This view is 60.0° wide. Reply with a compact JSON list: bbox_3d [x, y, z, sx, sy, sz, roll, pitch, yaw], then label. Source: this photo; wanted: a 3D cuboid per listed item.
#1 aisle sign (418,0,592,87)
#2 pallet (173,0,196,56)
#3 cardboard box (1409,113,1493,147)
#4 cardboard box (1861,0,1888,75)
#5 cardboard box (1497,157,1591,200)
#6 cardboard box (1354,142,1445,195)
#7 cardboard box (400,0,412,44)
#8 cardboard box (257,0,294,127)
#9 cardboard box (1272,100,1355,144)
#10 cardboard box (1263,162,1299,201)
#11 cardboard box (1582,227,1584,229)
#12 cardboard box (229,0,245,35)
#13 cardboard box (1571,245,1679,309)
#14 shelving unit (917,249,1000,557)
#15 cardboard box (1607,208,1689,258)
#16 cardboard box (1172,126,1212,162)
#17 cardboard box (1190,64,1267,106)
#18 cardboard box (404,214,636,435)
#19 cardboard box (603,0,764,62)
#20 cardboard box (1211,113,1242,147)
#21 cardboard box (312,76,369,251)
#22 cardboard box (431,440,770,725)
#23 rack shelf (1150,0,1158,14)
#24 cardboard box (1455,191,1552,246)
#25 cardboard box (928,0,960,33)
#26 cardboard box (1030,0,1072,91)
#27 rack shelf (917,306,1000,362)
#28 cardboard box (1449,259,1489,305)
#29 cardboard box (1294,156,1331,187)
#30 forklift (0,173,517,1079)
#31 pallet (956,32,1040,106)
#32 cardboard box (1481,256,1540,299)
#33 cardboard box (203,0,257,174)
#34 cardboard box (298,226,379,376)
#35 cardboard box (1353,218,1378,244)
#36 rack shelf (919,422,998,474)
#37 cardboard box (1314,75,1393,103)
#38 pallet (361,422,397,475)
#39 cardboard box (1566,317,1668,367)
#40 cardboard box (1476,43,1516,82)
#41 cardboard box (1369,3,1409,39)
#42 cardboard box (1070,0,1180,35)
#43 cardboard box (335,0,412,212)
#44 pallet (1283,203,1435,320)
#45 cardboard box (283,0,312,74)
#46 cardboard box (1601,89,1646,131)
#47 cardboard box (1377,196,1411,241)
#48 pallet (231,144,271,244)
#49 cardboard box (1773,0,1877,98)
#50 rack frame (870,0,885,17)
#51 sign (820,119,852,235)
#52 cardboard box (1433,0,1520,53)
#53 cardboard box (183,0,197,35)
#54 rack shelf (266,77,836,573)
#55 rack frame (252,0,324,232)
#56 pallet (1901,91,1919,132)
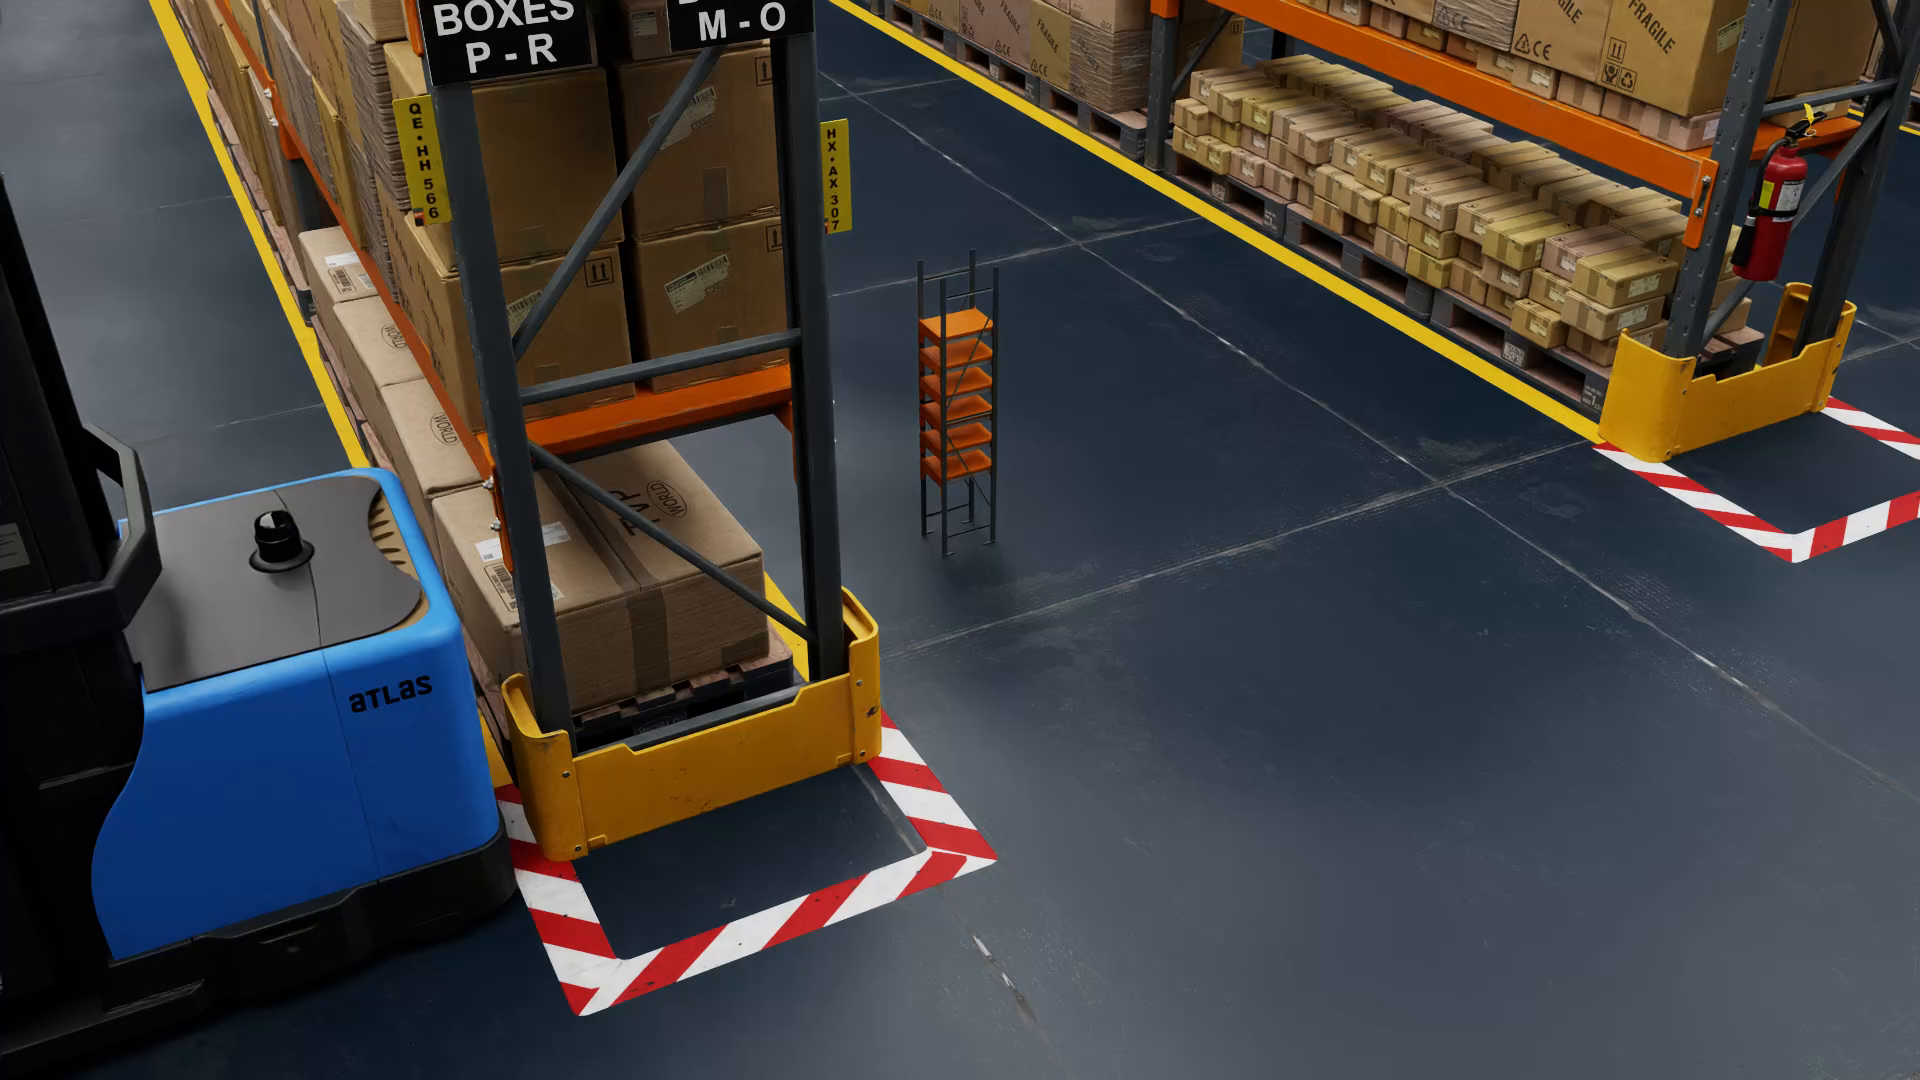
[{"bbox_3d":[-1.090,-1.468,3.851,0.394,0.787,0.004,-16,36,-23],"label":"aisle sign"},{"bbox_3d":[-5.507,-4.084,12.930,1.003,0.211,1.213,-16,36,-23],"label":"pallet"},{"bbox_3d":[2.687,-2.207,9.116,0.380,0.149,0.250,-17,36,-25],"label":"cardboard box"},{"bbox_3d":[6.289,-3.835,11.535,0.875,0.875,0.875,-16,36,-23],"label":"cardboard box"},{"bbox_3d":[2.990,-1.828,8.524,0.380,0.149,0.250,-14,35,-21],"label":"cardboard box"},{"bbox_3d":[2.301,-1.946,8.709,0.380,0.149,0.250,-16,36,-23],"label":"cardboard box"},{"bbox_3d":[-1.334,-1.458,4.625,0.380,0.149,0.250,-15,36,-22],"label":"cardboard box"},{"bbox_3d":[-2.727,-2.147,7.228,0.500,0.500,0.500,-15,35,-22],"label":"cardboard box"},{"bbox_3d":[1.974,-2.325,9.301,0.380,0.149,0.250,-17,36,-24],"label":"cardboard box"},{"bbox_3d":[1.951,-2.069,9.452,0.380,0.149,0.250,-17,36,-24],"label":"cardboard box"},{"bbox_3d":[3.171,-1.585,8.421,0.380,0.149,0.250,-15,35,-22],"label":"cardboard box"},{"bbox_3d":[-3.383,-2.726,8.363,0.500,0.250,0.500,-16,36,-24],"label":"cardboard box"},{"bbox_3d":[3.011,-1.195,7.537,0.380,0.149,0.250,-15,36,-23],"label":"cardboard box"},{"bbox_3d":[-0.007,-0.512,6.437,0.258,1.200,0.189,-16,36,-23],"label":"shelving unit"},{"bbox_3d":[3.304,-1.443,7.924,0.380,0.149,0.250,-15,36,-22],"label":"cardboard box"},{"bbox_3d":[1.503,-2.410,9.985,0.380,0.149,0.250,-18,37,-25],"label":"cardboard box"},{"bbox_3d":[1.595,-2.699,9.883,0.380,0.149,0.250,-14,35,-21],"label":"cardboard box"},{"bbox_3d":[-1.309,-0.692,4.956,0.500,0.500,0.500,-16,36,-23],"label":"cardboard box"},{"bbox_3d":[-0.770,-1.461,4.629,0.380,0.149,0.250,-15,36,-22],"label":"cardboard box"},{"bbox_3d":[1.701,-2.438,9.753,0.380,0.149,0.250,-16,36,-23],"label":"cardboard box"},{"bbox_3d":[-2.030,-1.421,6.095,0.500,0.500,0.500,-15,35,-22],"label":"cardboard box"},{"bbox_3d":[-1.246,0.126,5.758,0.875,0.438,0.875,-17,36,-25],"label":"cardboard box"},{"bbox_3d":[0.685,-4.340,11.410,1.077,0.370,4.000,-16,36,-23],"label":"rack shelf"},{"bbox_3d":[2.647,-1.561,8.107,0.380,0.149,0.250,-17,37,-25],"label":"cardboard box"},{"bbox_3d":[0.094,-4.081,12.267,0.500,0.500,0.500,-15,36,-23],"label":"cardboard box"},{"bbox_3d":[0.811,-3.347,11.122,0.500,0.500,0.500,-17,36,-24],"label":"cardboard box"},{"bbox_3d":[-0.007,-0.778,6.267,0.258,0.103,0.180,-16,36,-23],"label":"rack shelf"},{"bbox_3d":[2.669,-1.314,8.274,0.380,0.149,0.250,-15,36,-23],"label":"cardboard box"},{"bbox_3d":[2.077,-2.064,9.169,0.380,0.149,0.250,-14,35,-21],"label":"cardboard box"},{"bbox_3d":[-2.884,0.011,4.015,3.031,2.935,1.130,-15,36,-22],"label":"forklift"},{"bbox_3d":[0.680,-3.468,11.968,1.003,0.211,1.213,-16,36,-23],"label":"pallet"},{"bbox_3d":[2.740,-1.309,7.990,0.380,0.149,0.250,-17,37,-25],"label":"cardboard box"},{"bbox_3d":[-3.919,-2.809,9.934,0.875,0.875,0.875,-15,36,-23],"label":"cardboard box"},{"bbox_3d":[-2.517,-1.166,7.776,0.875,0.438,0.875,-16,36,-24],"label":"cardboard box"},{"bbox_3d":[2.334,-1.695,8.868,0.380,0.149,0.250,-15,36,-22],"label":"cardboard box"},{"bbox_3d":[-0.007,-0.374,6.526,0.258,0.103,0.180,-16,36,-23],"label":"rack shelf"},{"bbox_3d":[2.290,-2.582,9.701,0.380,0.149,0.250,-16,36,-24],"label":"cardboard box"},{"bbox_3d":[-1.856,-0.255,6.953,1.003,0.211,1.213,-16,36,-23],"label":"pallet"},{"bbox_3d":[3.052,-0.954,7.713,0.380,0.149,0.250,-15,36,-22],"label":"cardboard box"},{"bbox_3d":[2.631,-2.251,7.716,0.380,0.149,0.250,-18,37,-25],"label":"cardboard box"},{"bbox_3d":[2.283,-2.632,8.311,0.380,0.149,0.250,-14,35,-21],"label":"cardboard box"},{"bbox_3d":[1.046,-3.420,10.540,0.500,0.250,0.500,-17,36,-24],"label":"cardboard box"},{"bbox_3d":[-1.555,-1.361,5.075,0.500,0.500,0.500,-16,36,-23],"label":"cardboard box"},{"bbox_3d":[2.535,-1.619,9.082,1.003,0.211,1.213,-16,36,-23],"label":"pallet"},{"bbox_3d":[-2.248,-2.080,6.196,0.500,0.500,0.500,-15,36,-22],"label":"cardboard box"},{"bbox_3d":[2.998,-1.886,7.146,0.380,0.149,0.250,-16,36,-23],"label":"cardboard box"},{"bbox_3d":[2.384,-1.679,8.568,0.380,0.149,0.250,-14,35,-21],"label":"cardboard box"},{"bbox_3d":[-3.714,-2.153,9.915,1.003,0.211,1.213,-16,36,-23],"label":"pallet"},{"bbox_3d":[3.517,-2.230,7.082,0.500,0.500,0.500,-14,35,-21],"label":"cardboard box"},{"bbox_3d":[-0.248,-5.597,12.706,1.000,3.000,0.127,-16,36,-23],"label":"rack frame"},{"bbox_3d":[-0.356,-1.021,4.686,0.100,0.325,0.005,-16,36,-23],"label":"sign"},{"bbox_3d":[2.565,-2.583,7.633,0.500,0.500,0.500,-16,36,-23],"label":"cardboard box"},{"bbox_3d":[-5.185,-3.996,12.254,0.950,0.372,0.625,-17,36,-24],"label":"cardboard box"},{"bbox_3d":[-1.782,-1.138,6.412,1.077,0.370,4.000,-16,36,-23],"label":"rack shelf"},{"bbox_3d":[-2.715,-2.395,7.707,1.000,3.000,0.127,-16,36,-23],"label":"rack frame"},{"bbox_3d":[6.910,-2.748,10.843,1.003,0.211,1.213,-16,36,-23],"label":"pallet"}]
